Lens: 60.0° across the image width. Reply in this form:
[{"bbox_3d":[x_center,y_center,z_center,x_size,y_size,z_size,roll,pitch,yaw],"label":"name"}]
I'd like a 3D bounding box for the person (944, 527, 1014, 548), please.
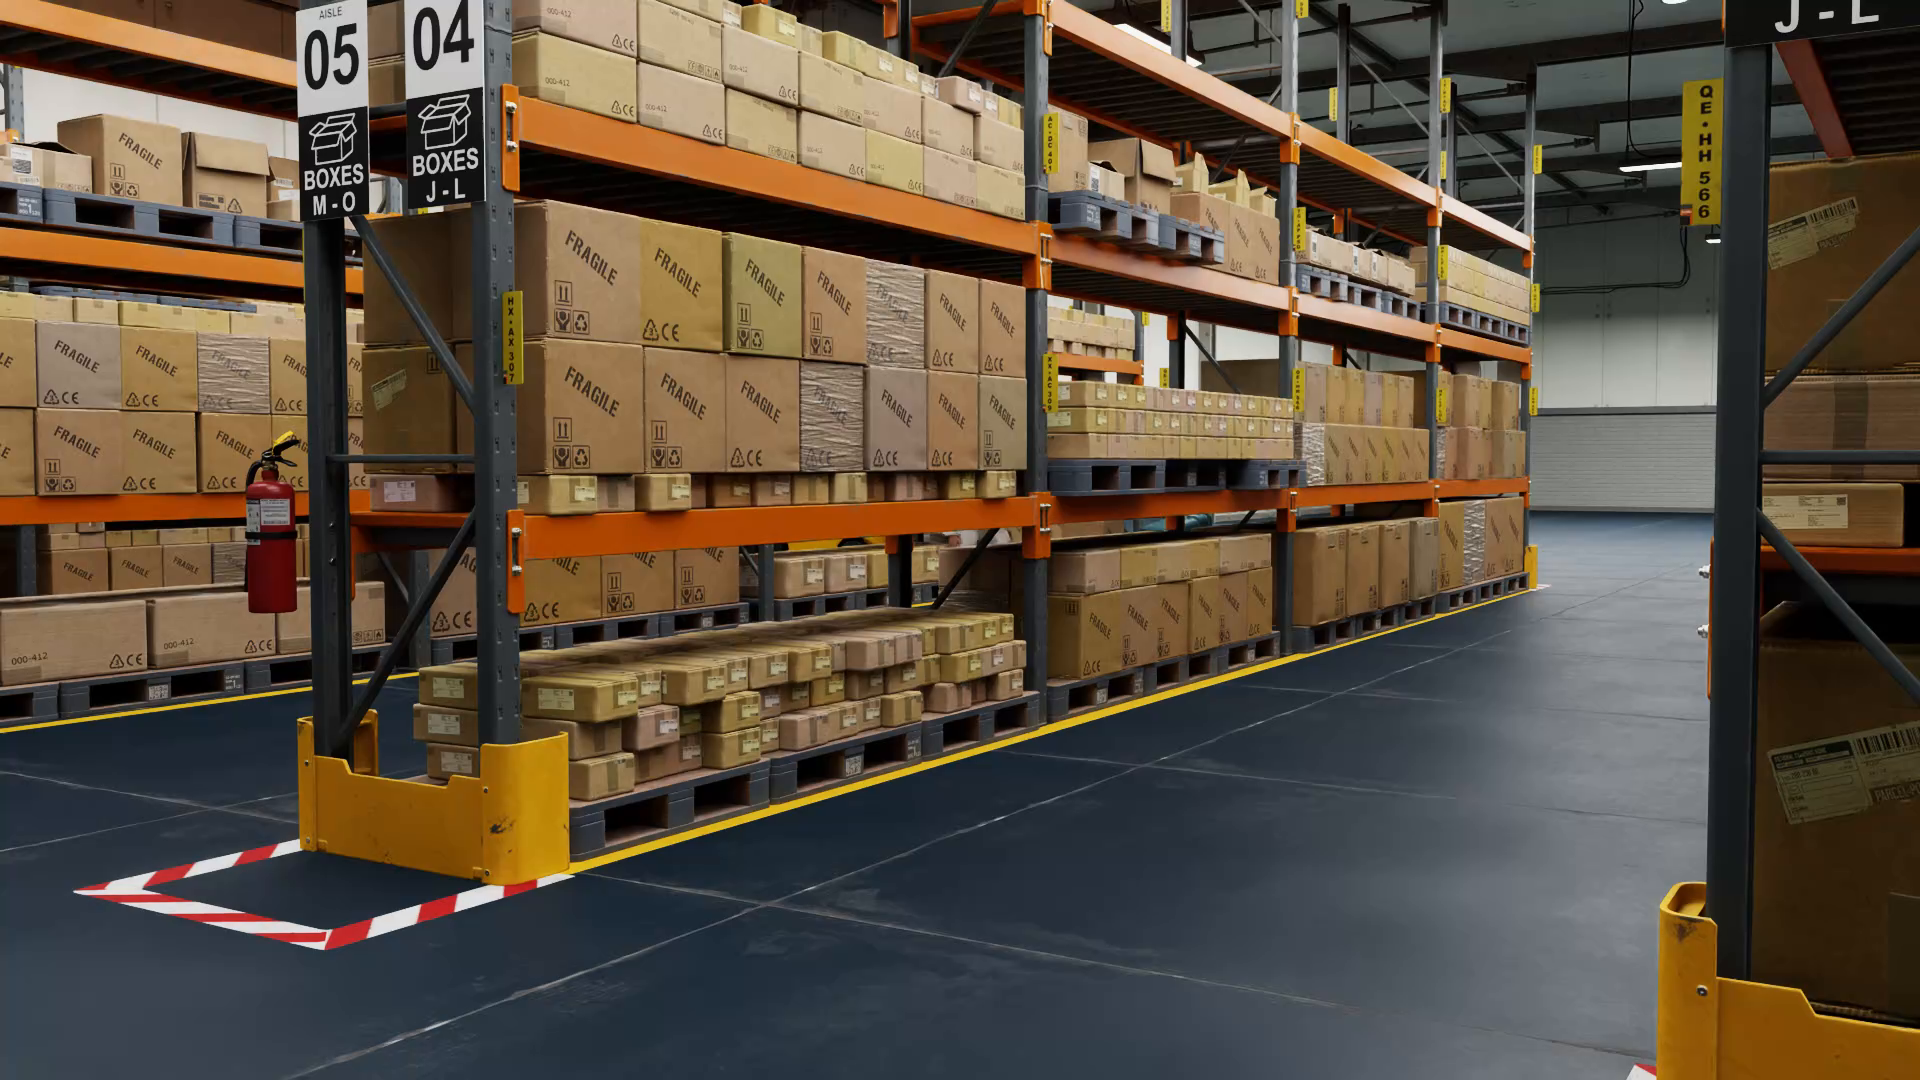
[{"bbox_3d":[0.183,-0.041,13.448,0.634,1.754,0.827,-1,3,-18],"label":"person"}]
